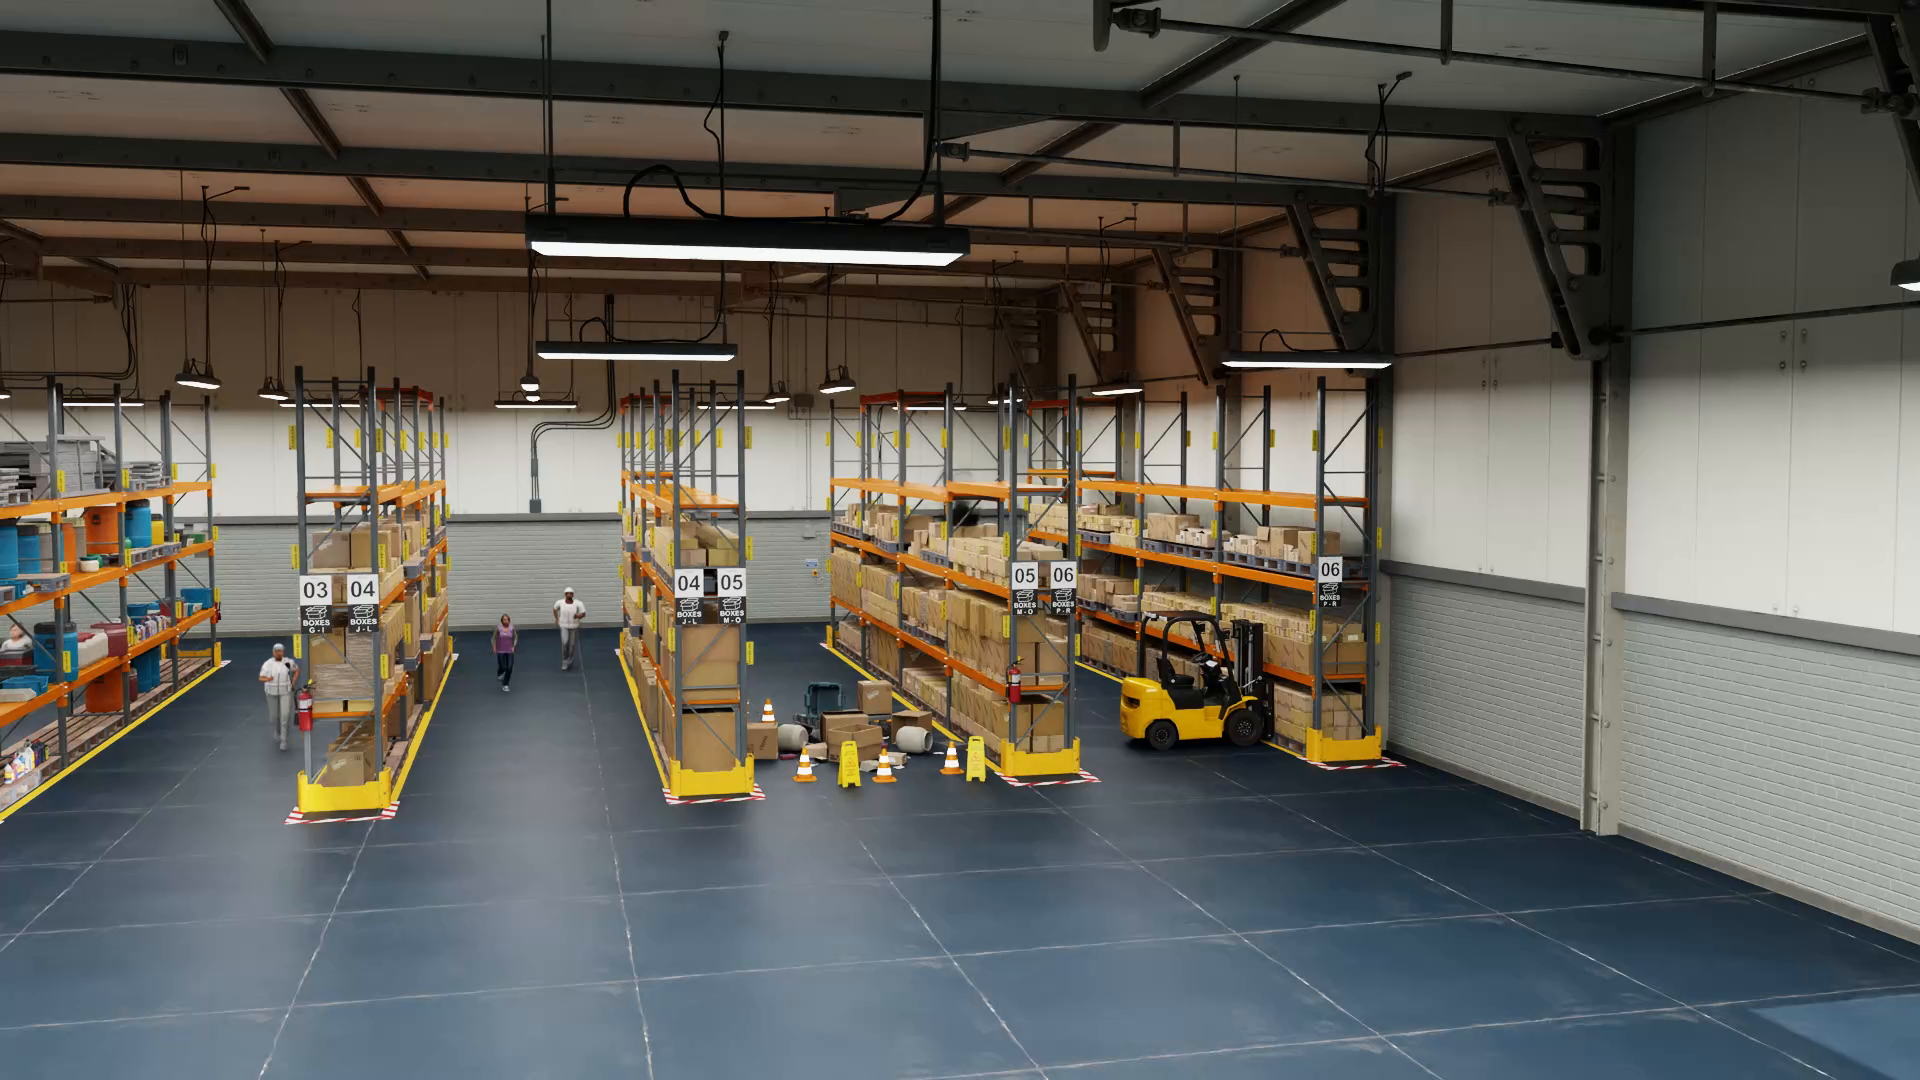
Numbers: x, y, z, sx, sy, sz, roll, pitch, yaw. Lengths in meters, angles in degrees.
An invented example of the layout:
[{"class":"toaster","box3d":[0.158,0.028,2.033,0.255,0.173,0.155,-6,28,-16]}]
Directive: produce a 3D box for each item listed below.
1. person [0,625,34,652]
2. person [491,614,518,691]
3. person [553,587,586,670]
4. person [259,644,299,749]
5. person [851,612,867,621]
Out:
[{"class":"person","box3d":[-17.102,2.352,30.162,0.570,1.646,0.959,0,3,-8]},{"class":"person","box3d":[-9.100,2.251,33.266,0.523,1.551,0.578,-1,4,-22]},{"class":"person","box3d":[-8.587,1.943,36.580,0.688,1.817,0.717,-1,4,-15]},{"class":"person","box3d":[-11.106,2.519,27.126,0.602,1.663,0.913,-1,4,-18]},{"class":"person","box3d":[-2.513,1.644,41.658,0.691,1.784,0.679,1,4,17]}]
